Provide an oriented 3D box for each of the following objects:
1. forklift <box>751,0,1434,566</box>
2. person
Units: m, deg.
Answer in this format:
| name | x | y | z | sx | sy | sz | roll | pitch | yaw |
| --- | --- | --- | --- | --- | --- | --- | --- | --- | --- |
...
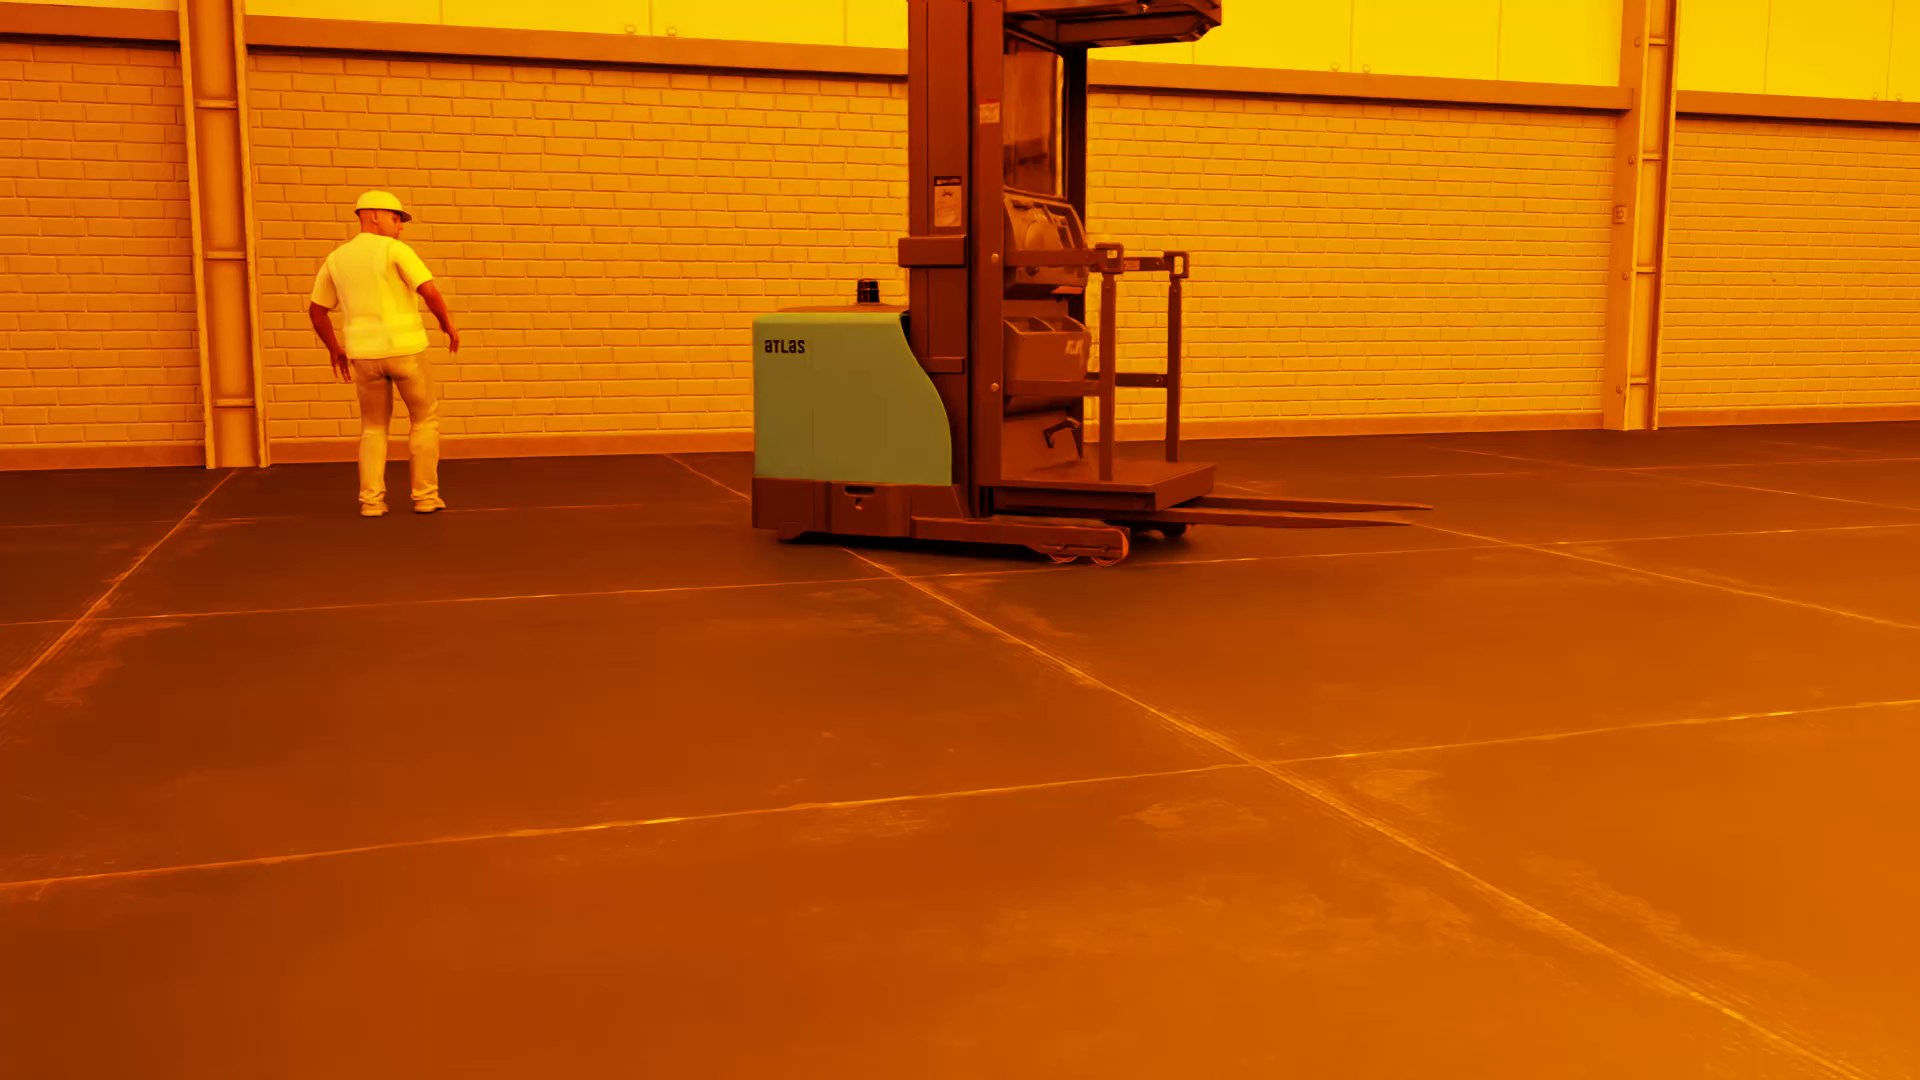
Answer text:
| name | x | y | z | sx | sy | sz | roll | pitch | yaw |
| --- | --- | --- | --- | --- | --- | --- | --- | --- | --- |
| forklift | 0.579 | -1.421 | 7.495 | 3.031 | 2.935 | 1.130 | 3 | 8 | 23 |
| person | -3.075 | -0.998 | 8.911 | 0.783 | 1.723 | 0.513 | 1 | 8 | 7 |
